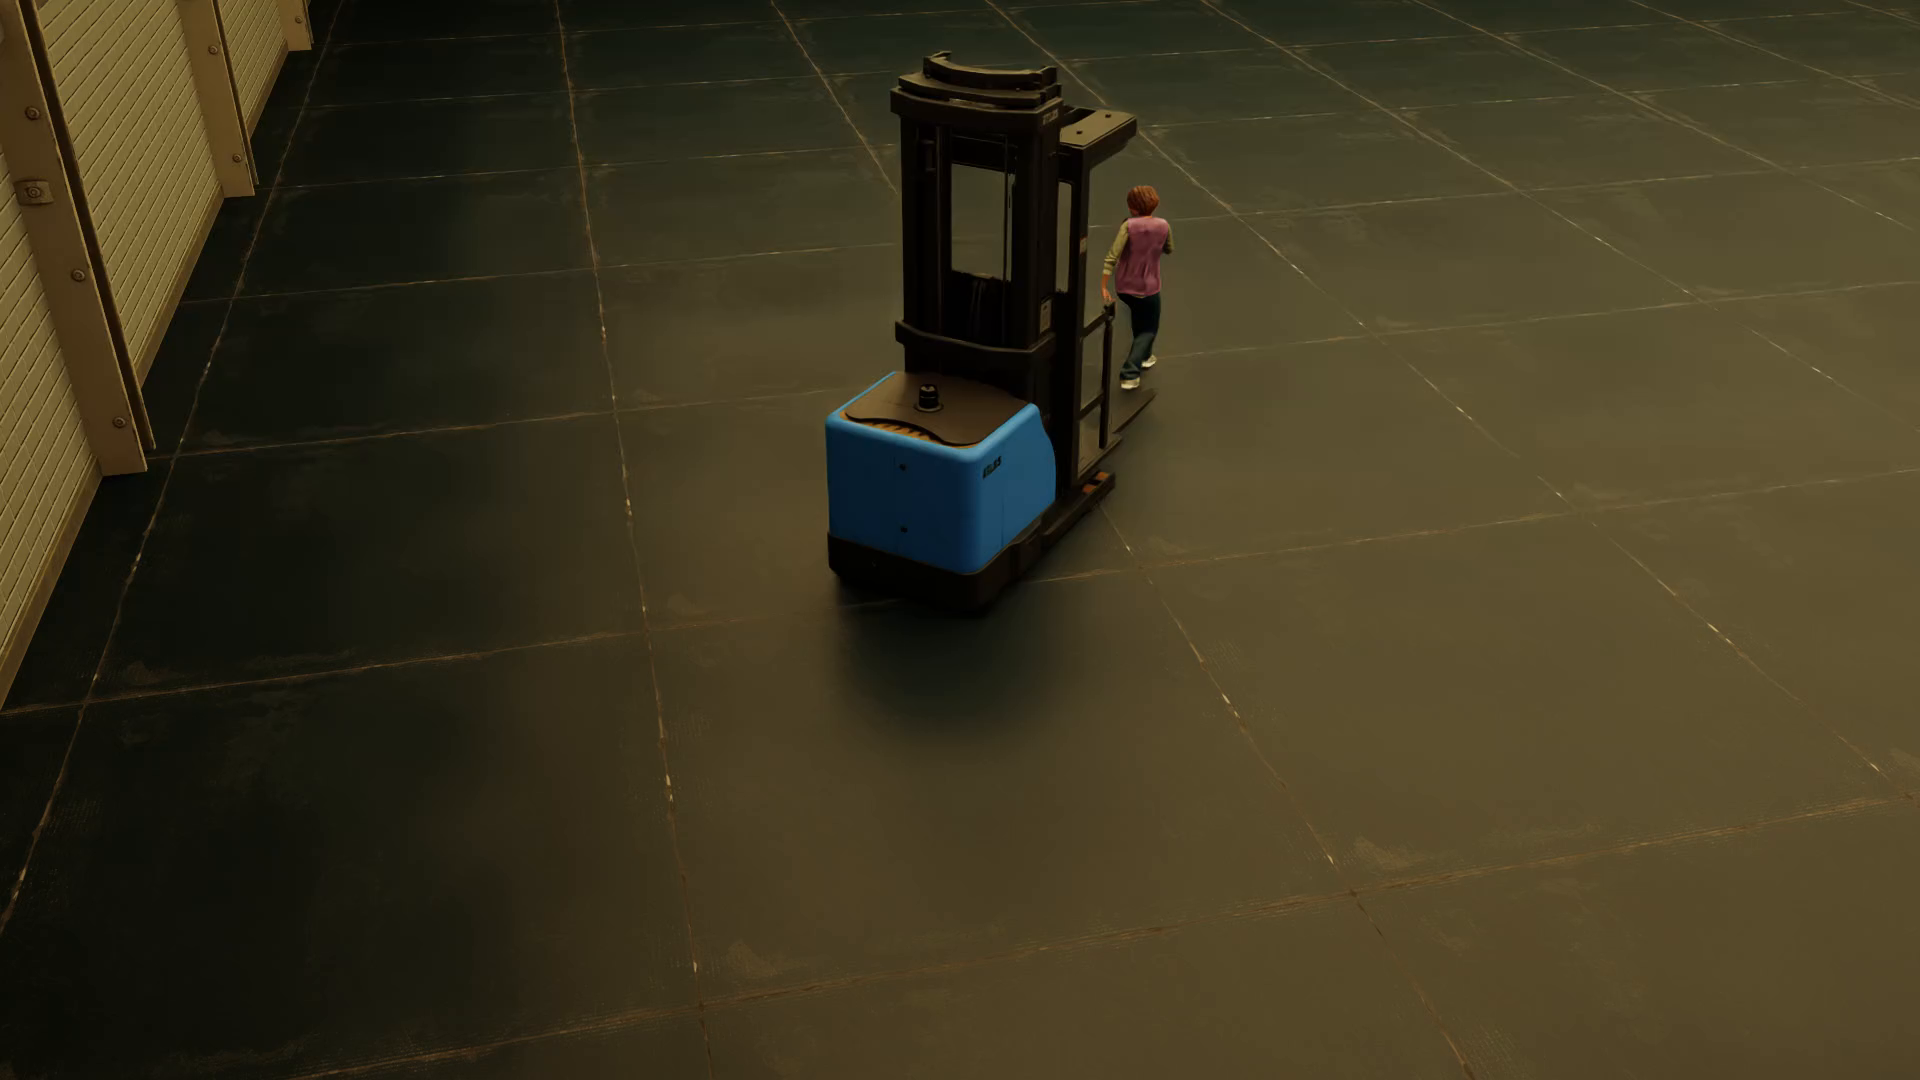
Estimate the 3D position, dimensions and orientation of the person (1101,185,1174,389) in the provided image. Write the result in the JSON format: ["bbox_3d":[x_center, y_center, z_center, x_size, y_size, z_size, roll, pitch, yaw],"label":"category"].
[{"bbox_3d":[1.322,-1.878,12.267,0.428,1.527,0.826,9,31,15],"label":"person"}]

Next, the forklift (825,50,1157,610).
[{"bbox_3d":[0.372,-1.570,10.286,1.130,2.935,3.031,16,34,25],"label":"forklift"}]
